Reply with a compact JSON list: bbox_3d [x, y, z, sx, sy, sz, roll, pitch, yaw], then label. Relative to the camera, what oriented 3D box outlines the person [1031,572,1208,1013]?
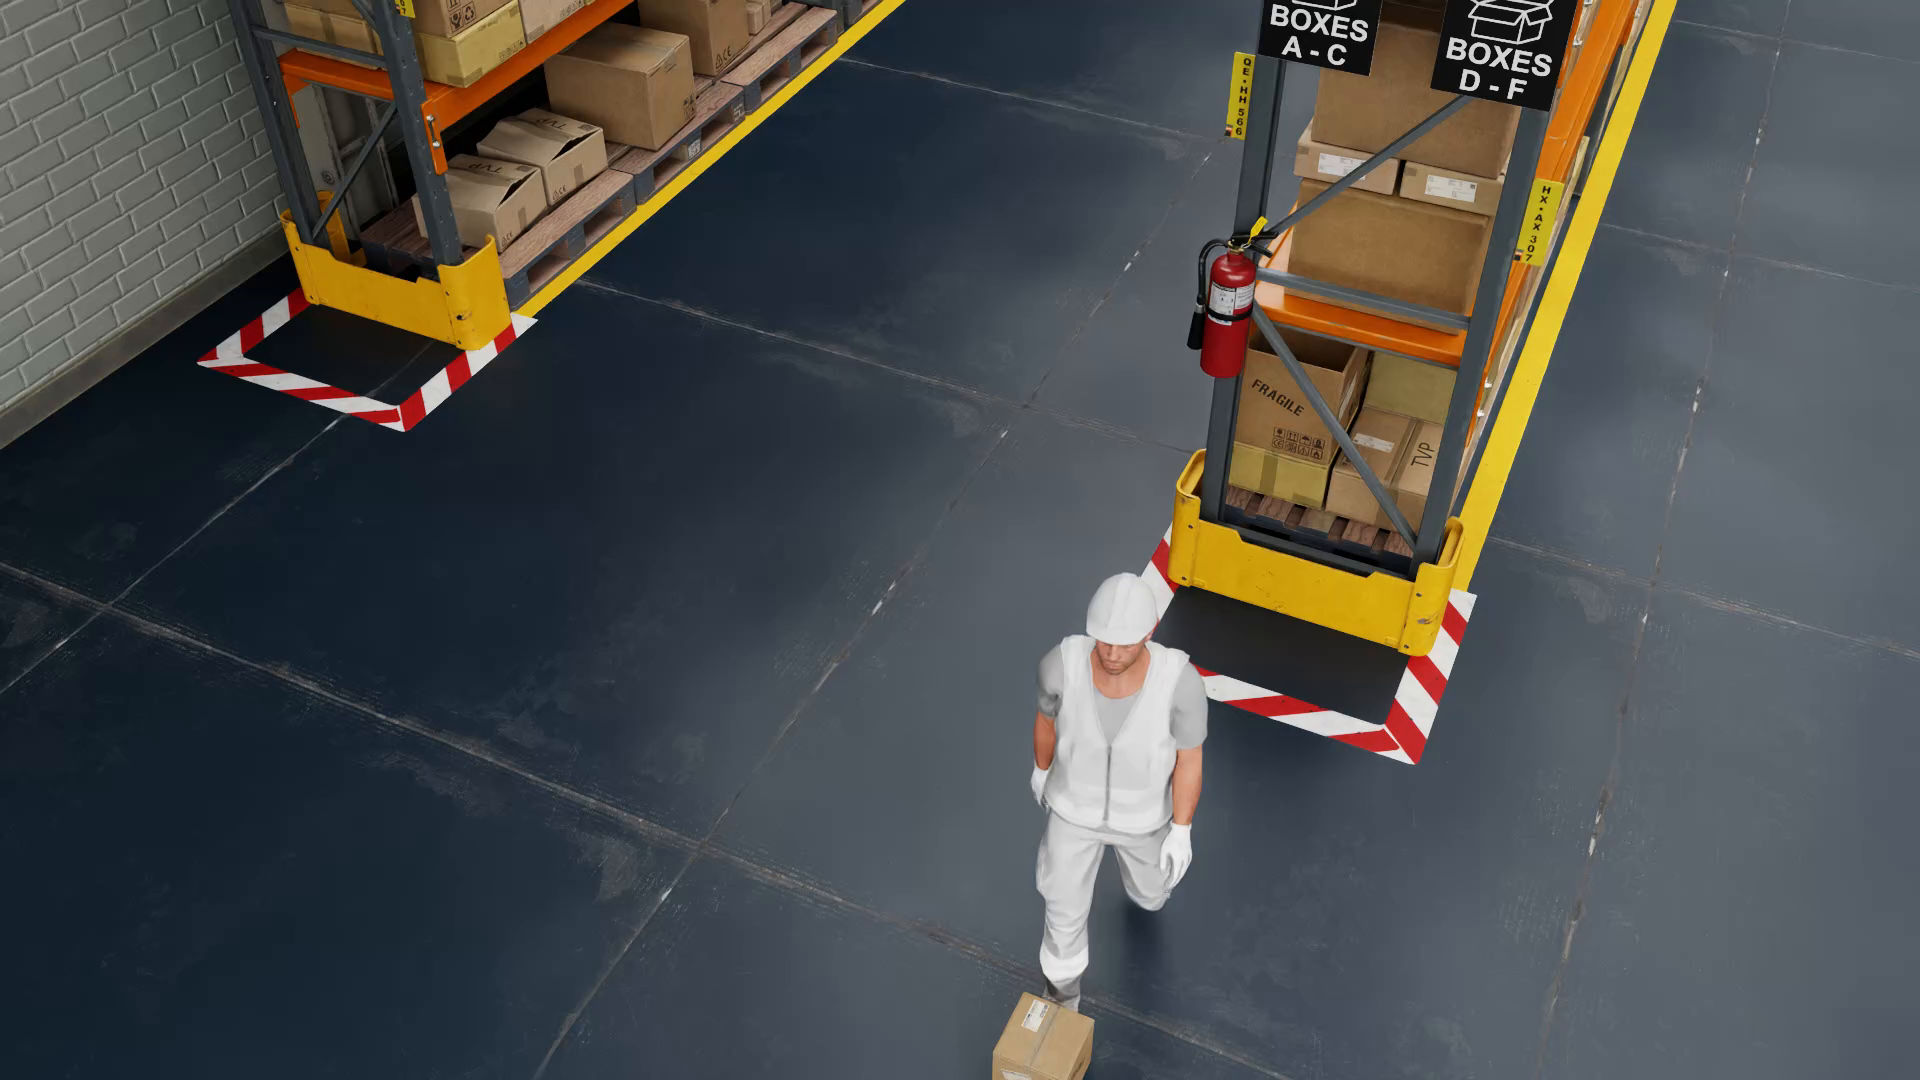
[{"bbox_3d":[0.474,0.842,5.219,0.539,1.762,0.959,6,42,7],"label":"person"}]
